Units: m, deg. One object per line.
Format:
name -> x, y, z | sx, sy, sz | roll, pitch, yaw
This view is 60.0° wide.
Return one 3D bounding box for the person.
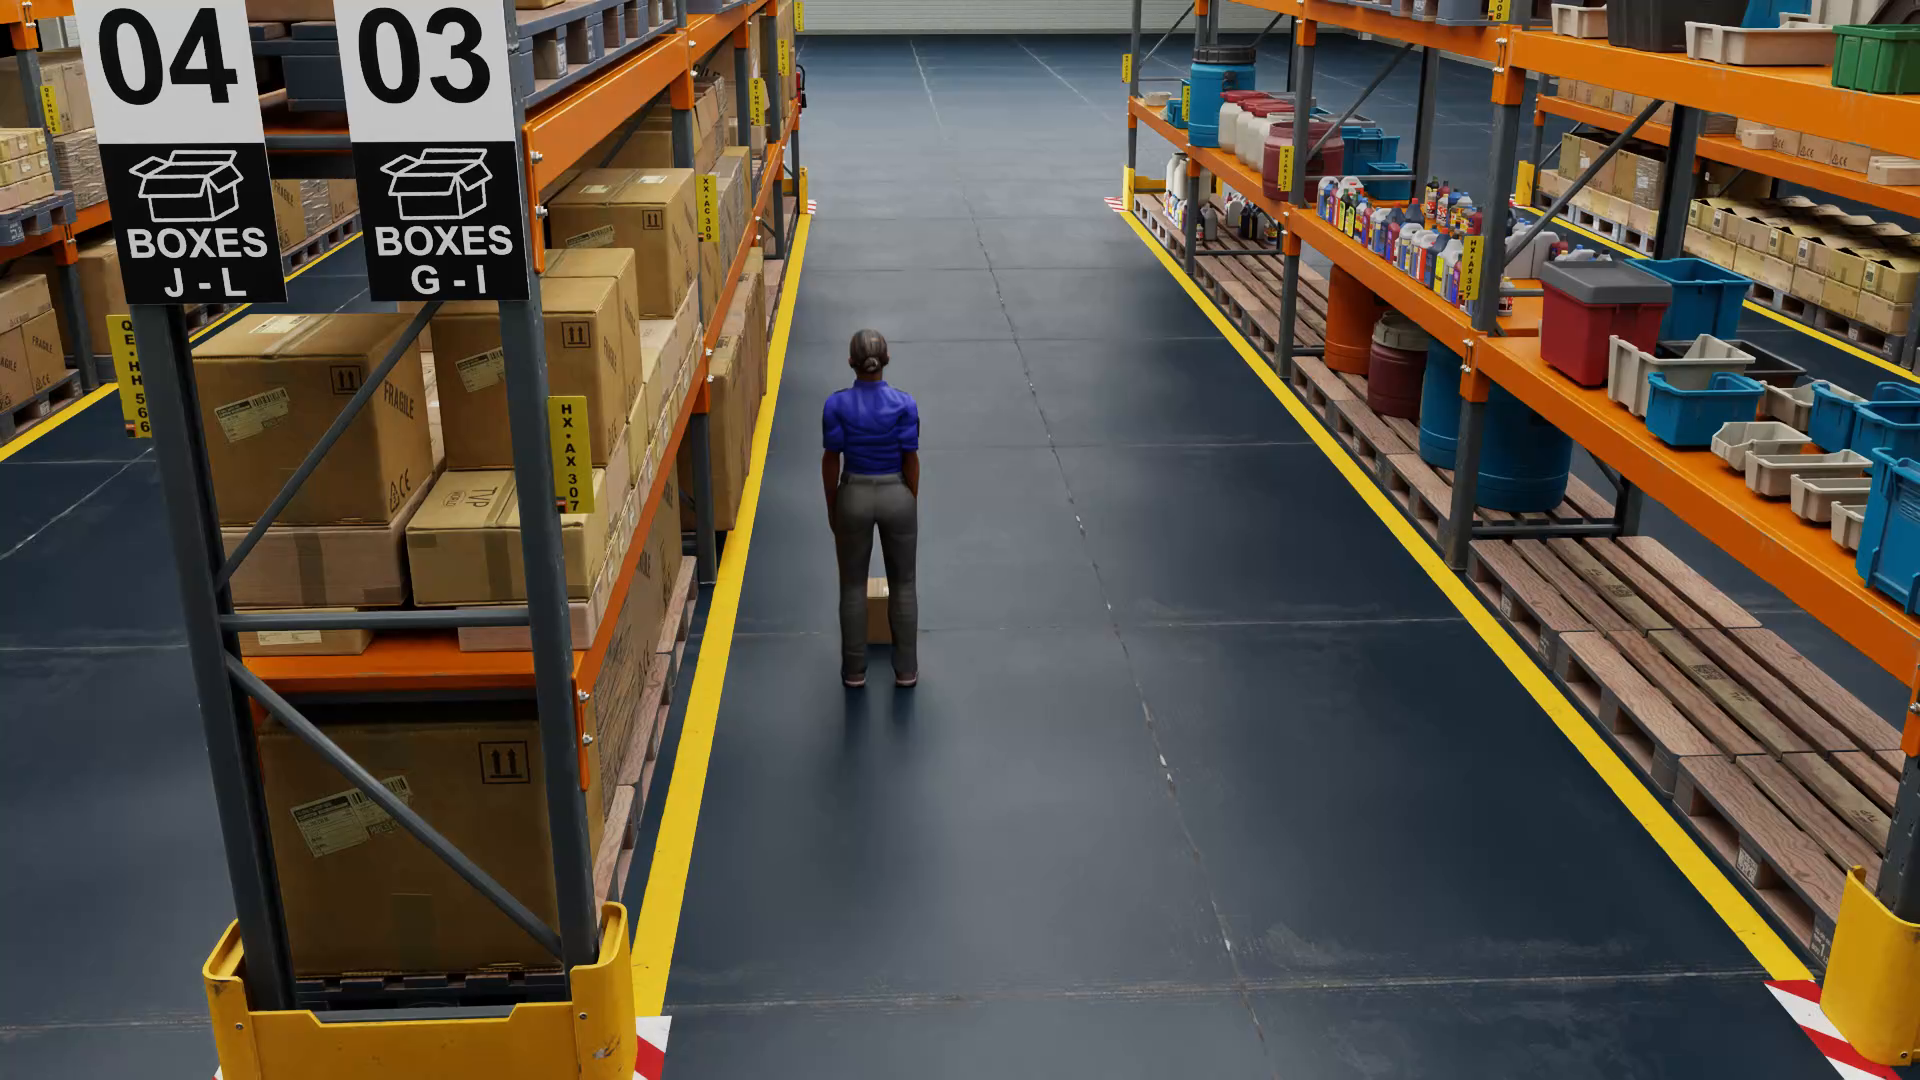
person -> -0.396, -0.136, 7.457 | 0.437, 1.658, 0.302 | -1, 21, -2
